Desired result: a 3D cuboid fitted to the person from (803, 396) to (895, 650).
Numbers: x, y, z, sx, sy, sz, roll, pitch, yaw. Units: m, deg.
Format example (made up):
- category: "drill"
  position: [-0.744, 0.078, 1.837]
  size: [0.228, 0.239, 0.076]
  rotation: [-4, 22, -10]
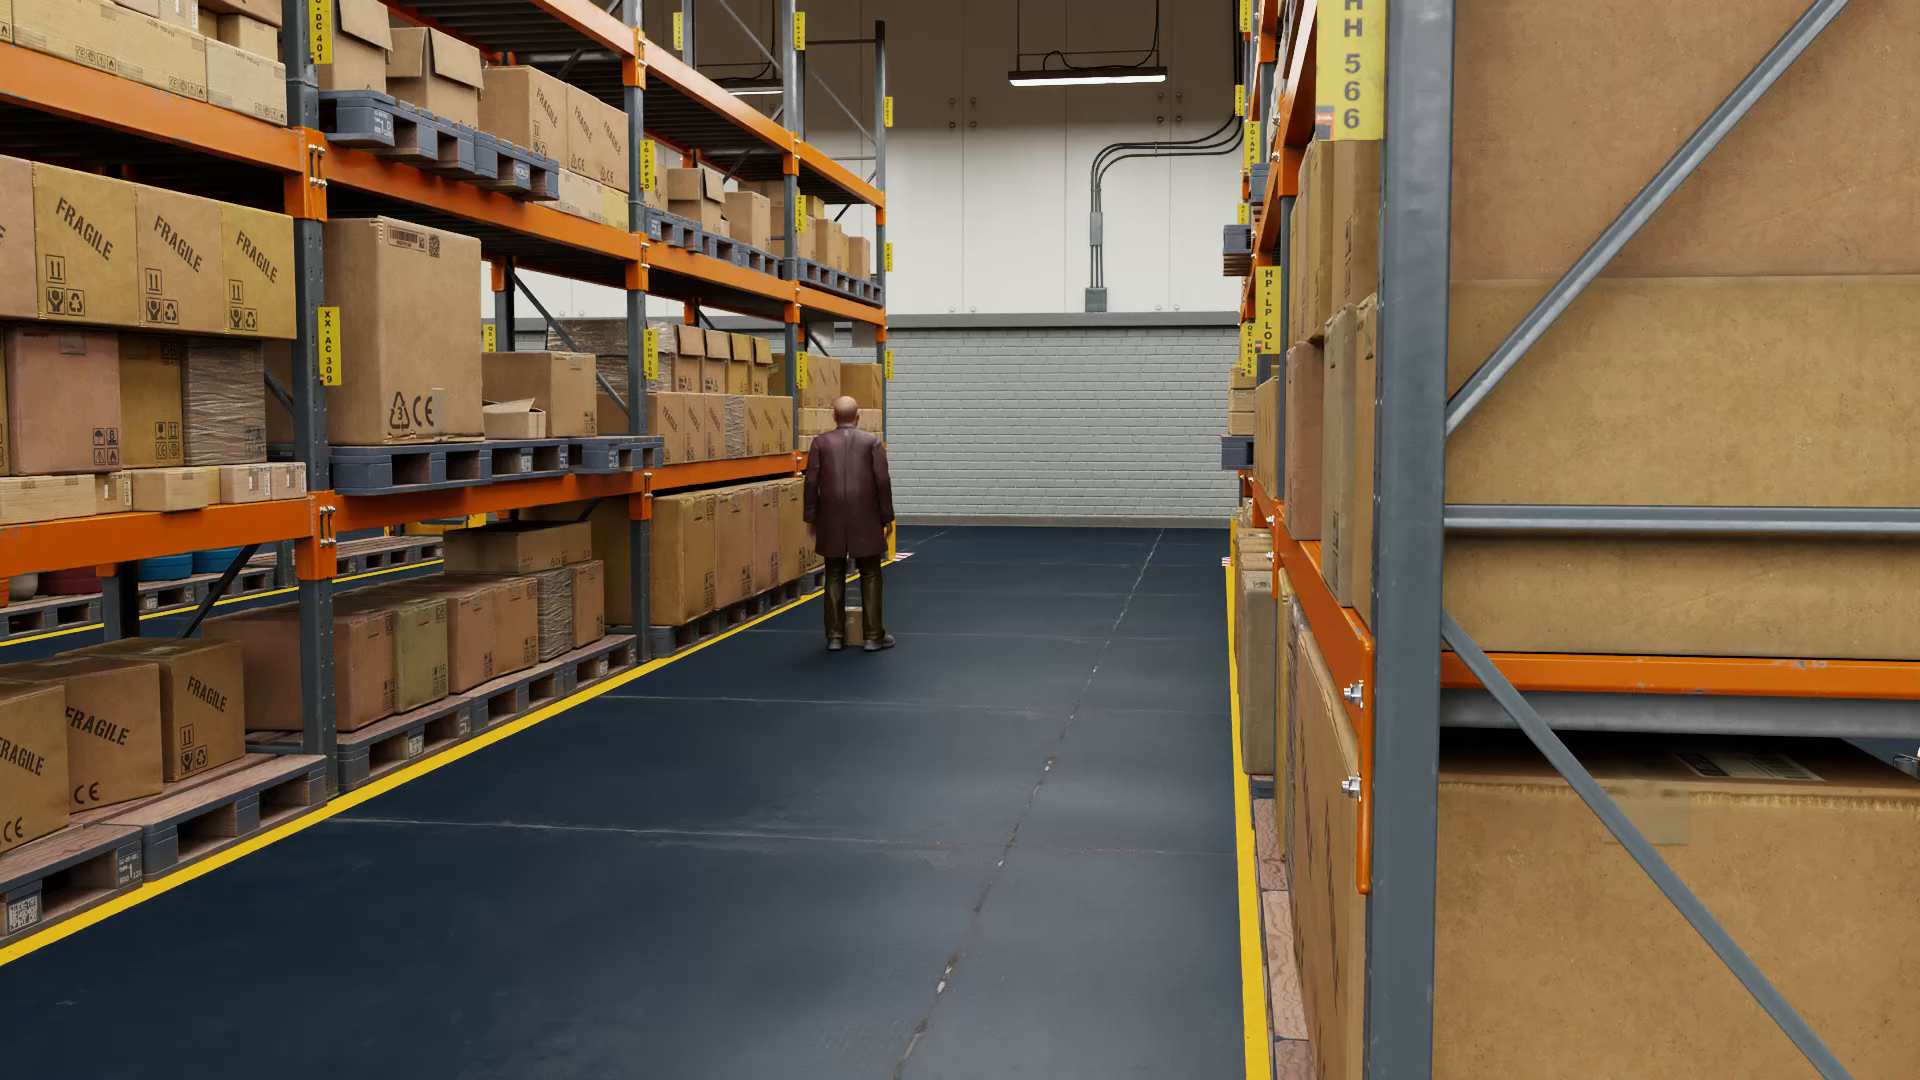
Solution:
- category: "person"
  position: [-0.782, -0.121, 11.678]
  size: [0.653, 1.773, 0.425]
  rotation: [0, 4, 5]
